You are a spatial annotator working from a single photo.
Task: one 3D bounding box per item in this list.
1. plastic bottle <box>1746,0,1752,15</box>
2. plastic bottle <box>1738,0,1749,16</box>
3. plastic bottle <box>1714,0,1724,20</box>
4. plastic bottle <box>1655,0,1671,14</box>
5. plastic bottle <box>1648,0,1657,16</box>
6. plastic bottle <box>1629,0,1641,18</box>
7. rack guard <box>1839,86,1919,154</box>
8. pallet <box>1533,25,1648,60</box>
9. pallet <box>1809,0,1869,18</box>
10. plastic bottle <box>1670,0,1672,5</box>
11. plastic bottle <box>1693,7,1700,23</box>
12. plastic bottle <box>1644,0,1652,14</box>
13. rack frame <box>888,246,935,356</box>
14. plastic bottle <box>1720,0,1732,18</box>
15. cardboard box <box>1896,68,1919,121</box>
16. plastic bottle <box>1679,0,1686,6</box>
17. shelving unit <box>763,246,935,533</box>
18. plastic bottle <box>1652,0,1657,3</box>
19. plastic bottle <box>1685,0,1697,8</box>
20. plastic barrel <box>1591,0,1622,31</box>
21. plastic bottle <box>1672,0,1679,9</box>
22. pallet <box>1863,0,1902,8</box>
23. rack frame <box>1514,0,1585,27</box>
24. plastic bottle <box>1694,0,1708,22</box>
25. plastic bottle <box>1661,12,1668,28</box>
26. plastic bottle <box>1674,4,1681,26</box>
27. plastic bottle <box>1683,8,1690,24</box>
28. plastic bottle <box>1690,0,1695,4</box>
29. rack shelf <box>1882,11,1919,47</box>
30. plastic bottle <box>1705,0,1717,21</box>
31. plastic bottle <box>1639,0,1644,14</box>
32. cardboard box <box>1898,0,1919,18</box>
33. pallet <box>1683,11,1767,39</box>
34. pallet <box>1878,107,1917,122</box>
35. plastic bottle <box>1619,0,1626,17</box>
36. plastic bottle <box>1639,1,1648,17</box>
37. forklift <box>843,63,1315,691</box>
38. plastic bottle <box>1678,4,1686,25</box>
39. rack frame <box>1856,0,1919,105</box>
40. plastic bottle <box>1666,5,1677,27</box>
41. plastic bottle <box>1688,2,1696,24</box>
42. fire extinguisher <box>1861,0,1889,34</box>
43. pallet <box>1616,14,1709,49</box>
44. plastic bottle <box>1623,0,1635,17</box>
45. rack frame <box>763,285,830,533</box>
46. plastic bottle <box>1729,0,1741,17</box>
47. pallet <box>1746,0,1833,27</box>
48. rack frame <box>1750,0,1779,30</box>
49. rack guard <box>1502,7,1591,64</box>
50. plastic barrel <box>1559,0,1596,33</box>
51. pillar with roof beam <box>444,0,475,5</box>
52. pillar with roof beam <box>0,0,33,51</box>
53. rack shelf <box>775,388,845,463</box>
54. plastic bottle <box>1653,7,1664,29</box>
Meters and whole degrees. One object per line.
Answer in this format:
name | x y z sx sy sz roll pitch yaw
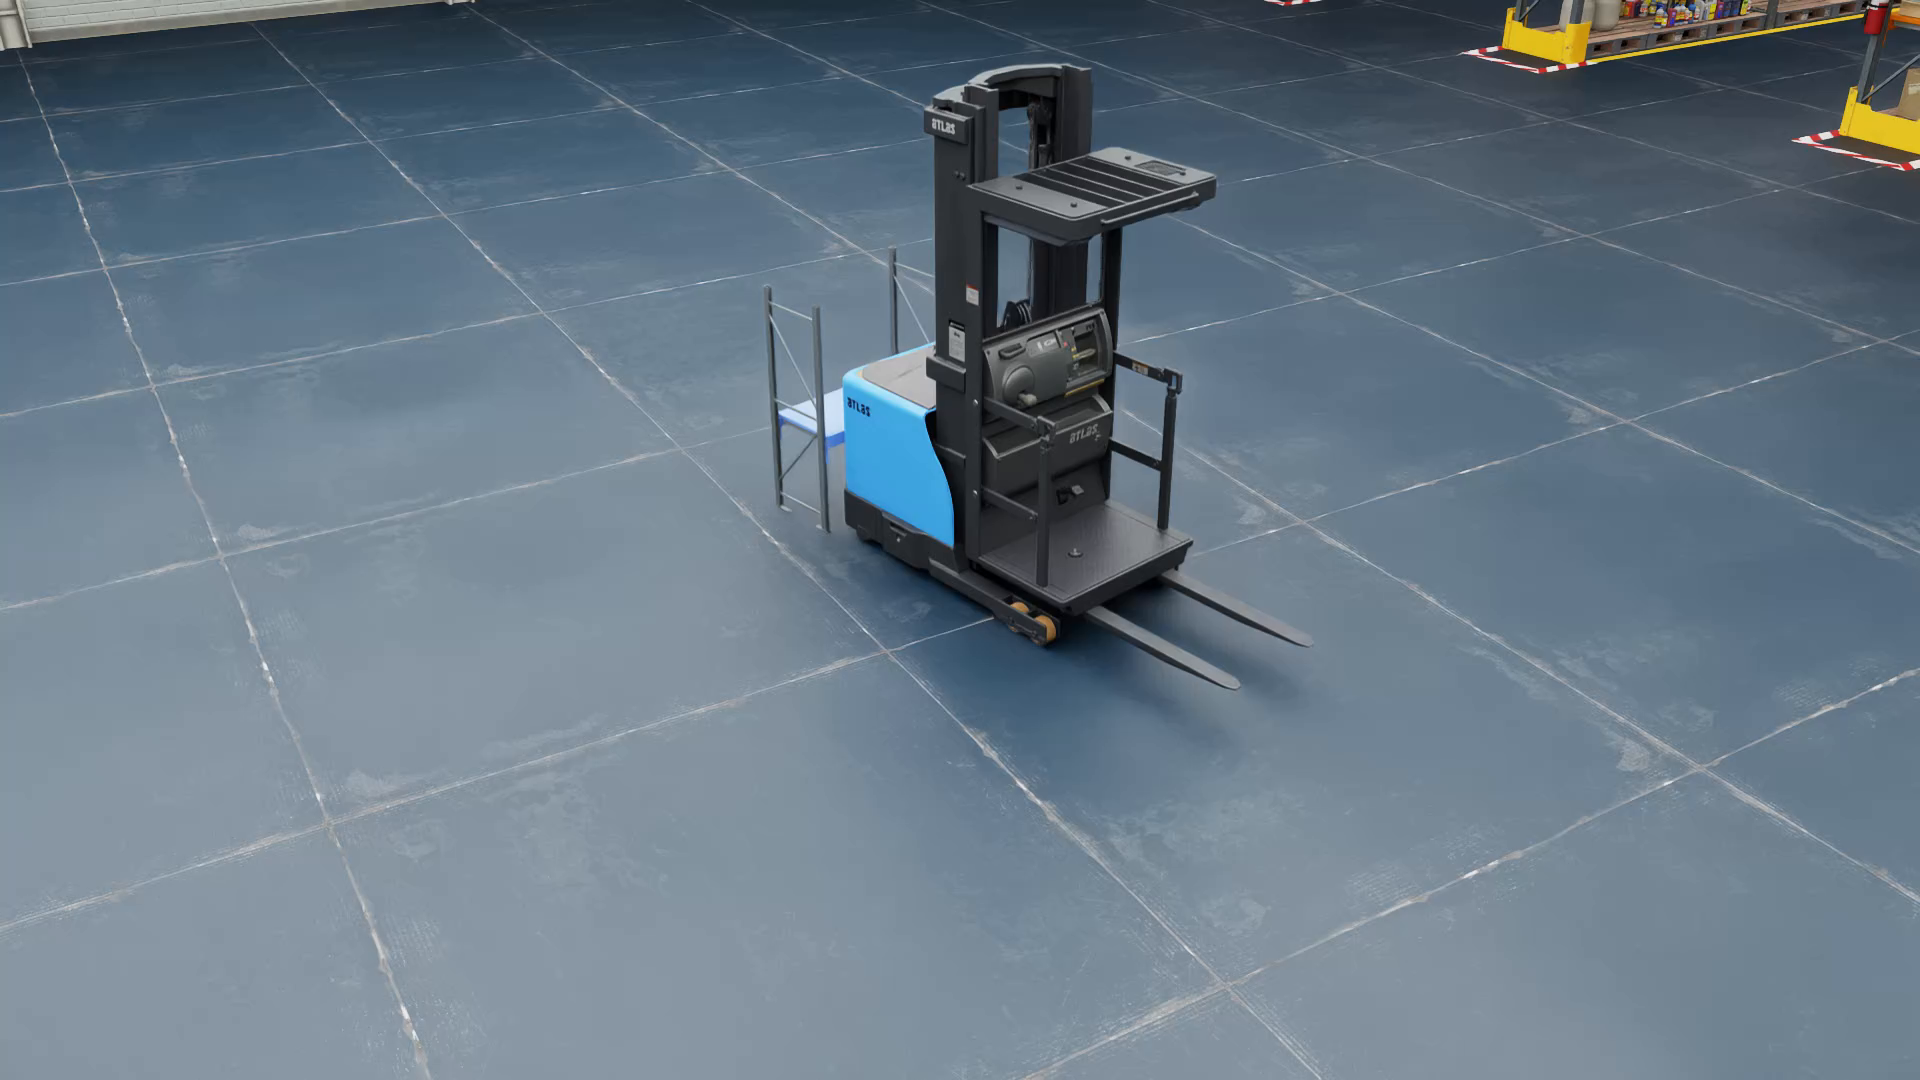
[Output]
plastic bottle | 10.954 -7.427 23.143 0.097 0.201 0.097 0 29 0
plastic bottle | 10.861 -7.427 23.057 0.133 0.283 0.061 -14 32 -24
plastic bottle | 10.415 -7.300 22.828 0.133 0.283 0.061 -14 32 -23
plastic bottle | 9.770 -7.448 23.104 0.135 0.276 0.152 -16 33 -26
plastic bottle | 9.612 -7.386 23.068 0.097 0.201 0.097 0 29 0
plastic bottle | 9.307 -7.341 22.902 0.133 0.283 0.061 -16 33 -26
rack guard | 10.235 -4.560 18.094 0.348 0.500 1.175 -16 33 -26
pallet | 8.405 -6.713 22.295 1.213 0.211 1.003 -16 33 -26
pallet | 12.819 -7.967 24.566 1.213 0.211 1.003 -16 33 -26
plastic bottle | 9.932 -7.554 23.301 0.097 0.271 0.097 0 29 0
plastic bottle | 10.026 -7.164 22.666 0.097 0.201 0.097 0 29 0
plastic bottle | 9.513 -7.491 23.104 0.185 0.351 0.144 -14 32 -24
rack frame | -0.273 -1.135 10.853 0.032 1.500 0.500 -25 38 -38
plastic bottle | 10.534 -7.387 22.915 0.185 0.351 0.144 -18 33 -29
cardboard box | 10.716 -4.872 18.224 0.500 0.500 0.500 -10 30 -17
plastic bottle | 10.139 -7.566 23.322 0.097 0.271 0.097 0 29 0
shelving unit | -0.638 -0.964 10.543 1.048 1.500 0.538 -25 38 -38
plastic bottle | 9.674 -7.537 23.186 0.185 0.351 0.144 -16 33 -27
plastic bottle | 10.276 -7.627 23.350 0.185 0.351 0.144 -16 33 -26
plastic barrel | 8.621 -7.110 22.267 0.421 0.512 0.421 0 29 0
plastic bottle | 10.040 -7.641 23.375 0.185 0.351 0.144 -17 33 -28
pallet | 13.870 -8.263 25.103 1.213 0.211 1.003 -16 33 -26
rack frame | 7.660 -7.700 21.195 0.127 3.000 1.000 -16 33 -26
plastic bottle | 10.114 -7.237 22.721 0.135 0.276 0.152 -15 32 -25
plastic bottle | 9.471 -7.006 22.380 0.097 0.201 0.097 0 29 0
plastic bottle | 9.677 -7.096 22.469 0.097 0.271 0.097 0 29 0
plastic bottle | 9.849 -7.114 22.575 0.097 0.201 0.097 0 29 0
plastic bottle | 10.059 -7.284 22.799 0.133 0.283 0.061 -16 33 -26
rack shelf | 11.894 -5.811 18.518 4.000 0.370 1.077 -16 33 -26
plastic bottle | 10.256 -7.308 22.772 0.185 0.351 0.144 -16 33 -27
plastic bottle | 9.372 -7.416 23.045 0.135 0.276 0.152 -17 33 -28
cardboard box | 10.311 -5.682 17.800 0.250 0.149 0.380 -16 33 -26
pallet | 10.509 -7.311 23.377 1.213 0.211 1.003 -16 33 -26
pallet | 10.953 -4.618 18.498 1.213 0.211 1.003 -16 33 -26
plastic bottle | 9.113 -7.371 22.957 0.133 0.283 0.061 -15 32 -25
plastic bottle | 9.452 -7.336 22.978 0.097 0.201 0.097 0 29 0
forklift | 0.639 -0.973 9.078 1.130 2.935 3.031 -24 37 -36
plastic bottle | 9.763 -7.120 22.514 0.097 0.271 0.097 0 29 0
rack frame | 10.170 -5.636 17.457 0.127 3.000 1.000 -16 33 -26
plastic bottle | 9.586 -7.065 22.401 0.133 0.283 0.061 -15 32 -26
plastic bottle | 9.938 -7.170 22.604 0.097 0.271 0.097 0 29 0
fire extinguisher | 9.837 -5.766 17.772 0.183 0.674 0.296 -16 33 -26
pallet | 9.456 -7.010 22.832 1.213 0.211 1.003 -16 33 -26
plastic bottle | 9.253 -7.382 22.984 0.135 0.276 0.152 -16 33 -26
rack frame | -1.003 -0.793 10.233 0.032 1.500 0.500 -25 38 -38
plastic bottle | 10.700 -7.434 23.000 0.185 0.351 0.144 -17 33 -28
pallet | 11.766 -7.666 24.021 1.213 0.211 1.003 -16 33 -26
rack frame | 11.109 -8.679 22.970 0.127 3.000 1.000 -16 33 -26
rack guard | 7.702 -6.643 21.869 0.348 0.500 1.175 -16 33 -26
plastic barrel | 8.189 -6.987 22.045 0.421 0.512 0.421 0 29 0
pillar with roof beam | -5.359 -10.254 19.615 0.400 9.000 9.100 -16 33 -26
pillar with roof beam | -10.532 -8.785 16.954 0.400 9.000 9.100 -16 33 -26
rack shelf | -0.638 -0.806 10.629 1.000 0.185 0.538 -25 38 -38
plastic bottle | 9.381 -7.012 22.317 0.097 0.271 0.097 0 29 0
